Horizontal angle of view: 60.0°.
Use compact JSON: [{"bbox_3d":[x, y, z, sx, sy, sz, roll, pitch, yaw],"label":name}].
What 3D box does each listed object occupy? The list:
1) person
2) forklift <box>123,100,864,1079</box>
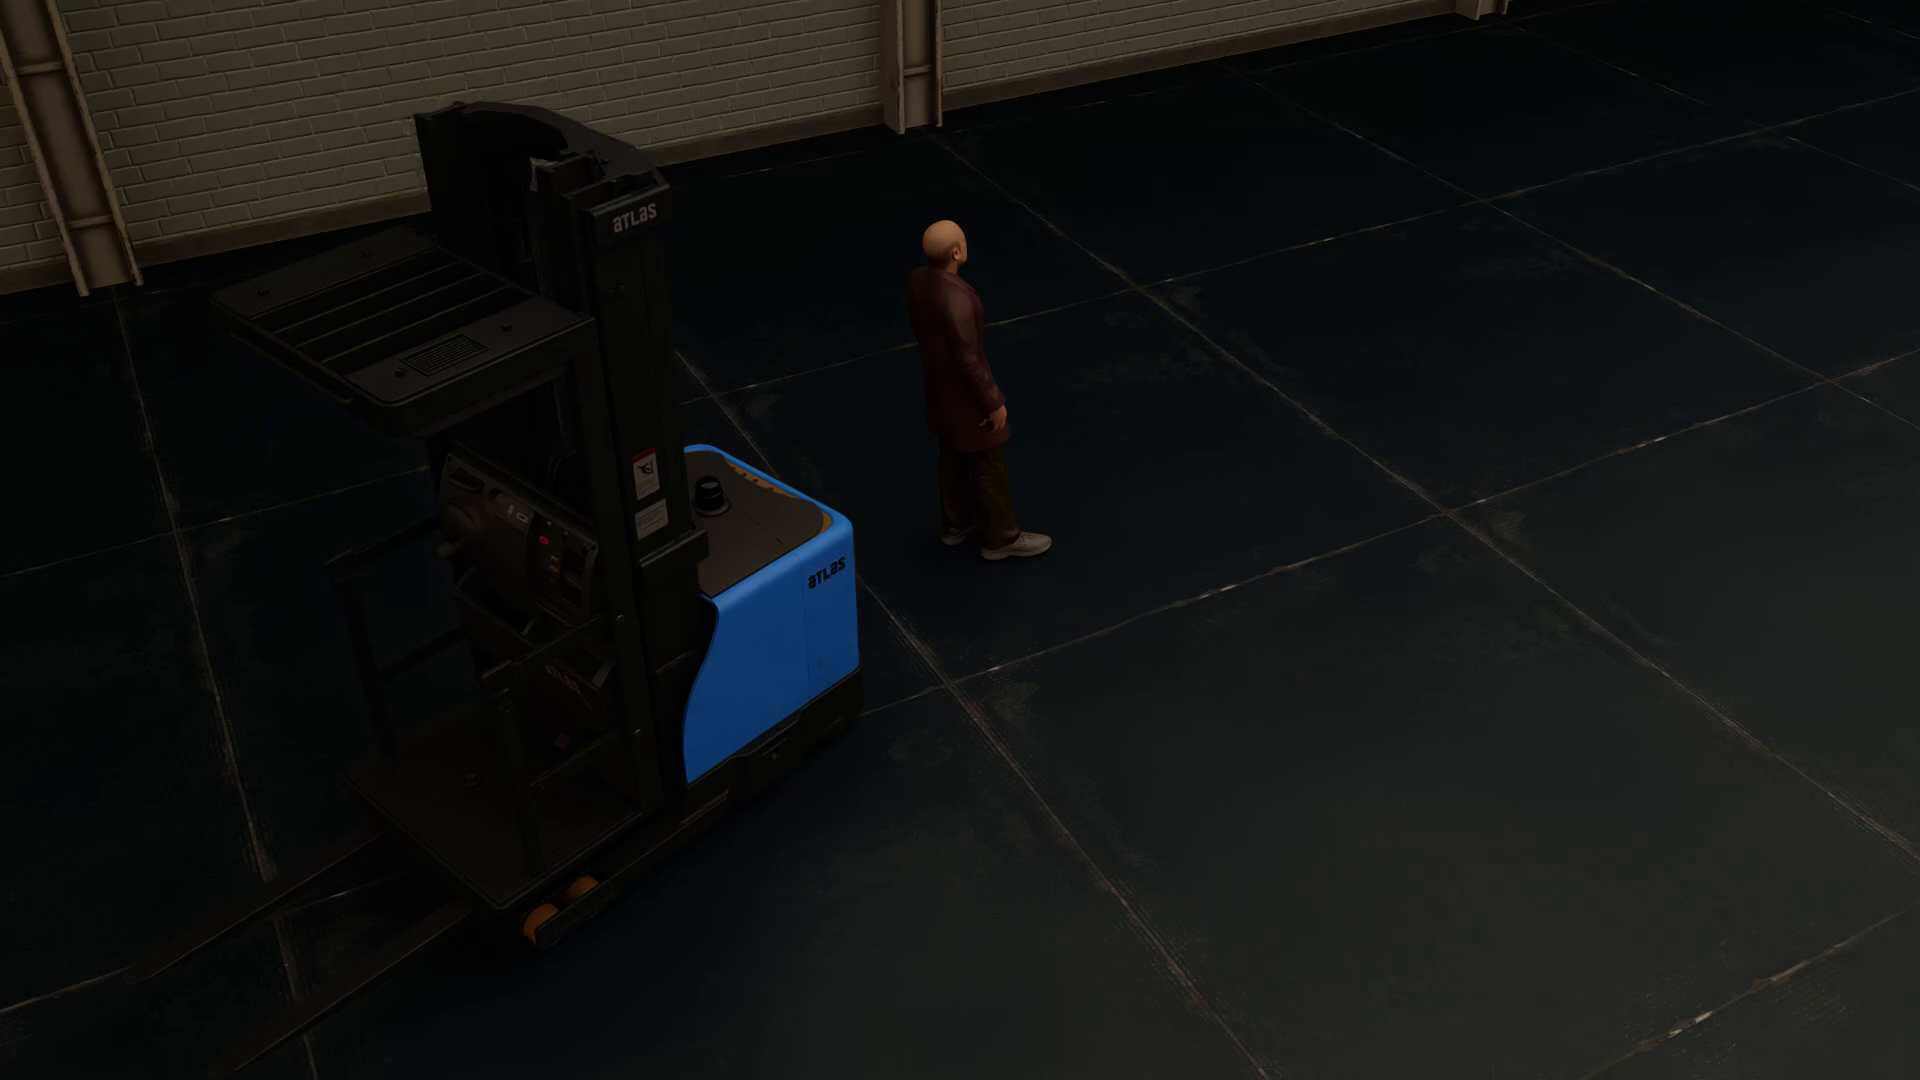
[{"bbox_3d":[0.083,-0.755,8.178,0.579,1.777,0.698,-17,39,-23],"label":"person"},{"bbox_3d":[-1.785,0.046,6.057,1.130,2.935,3.031,27,43,33],"label":"forklift"}]
